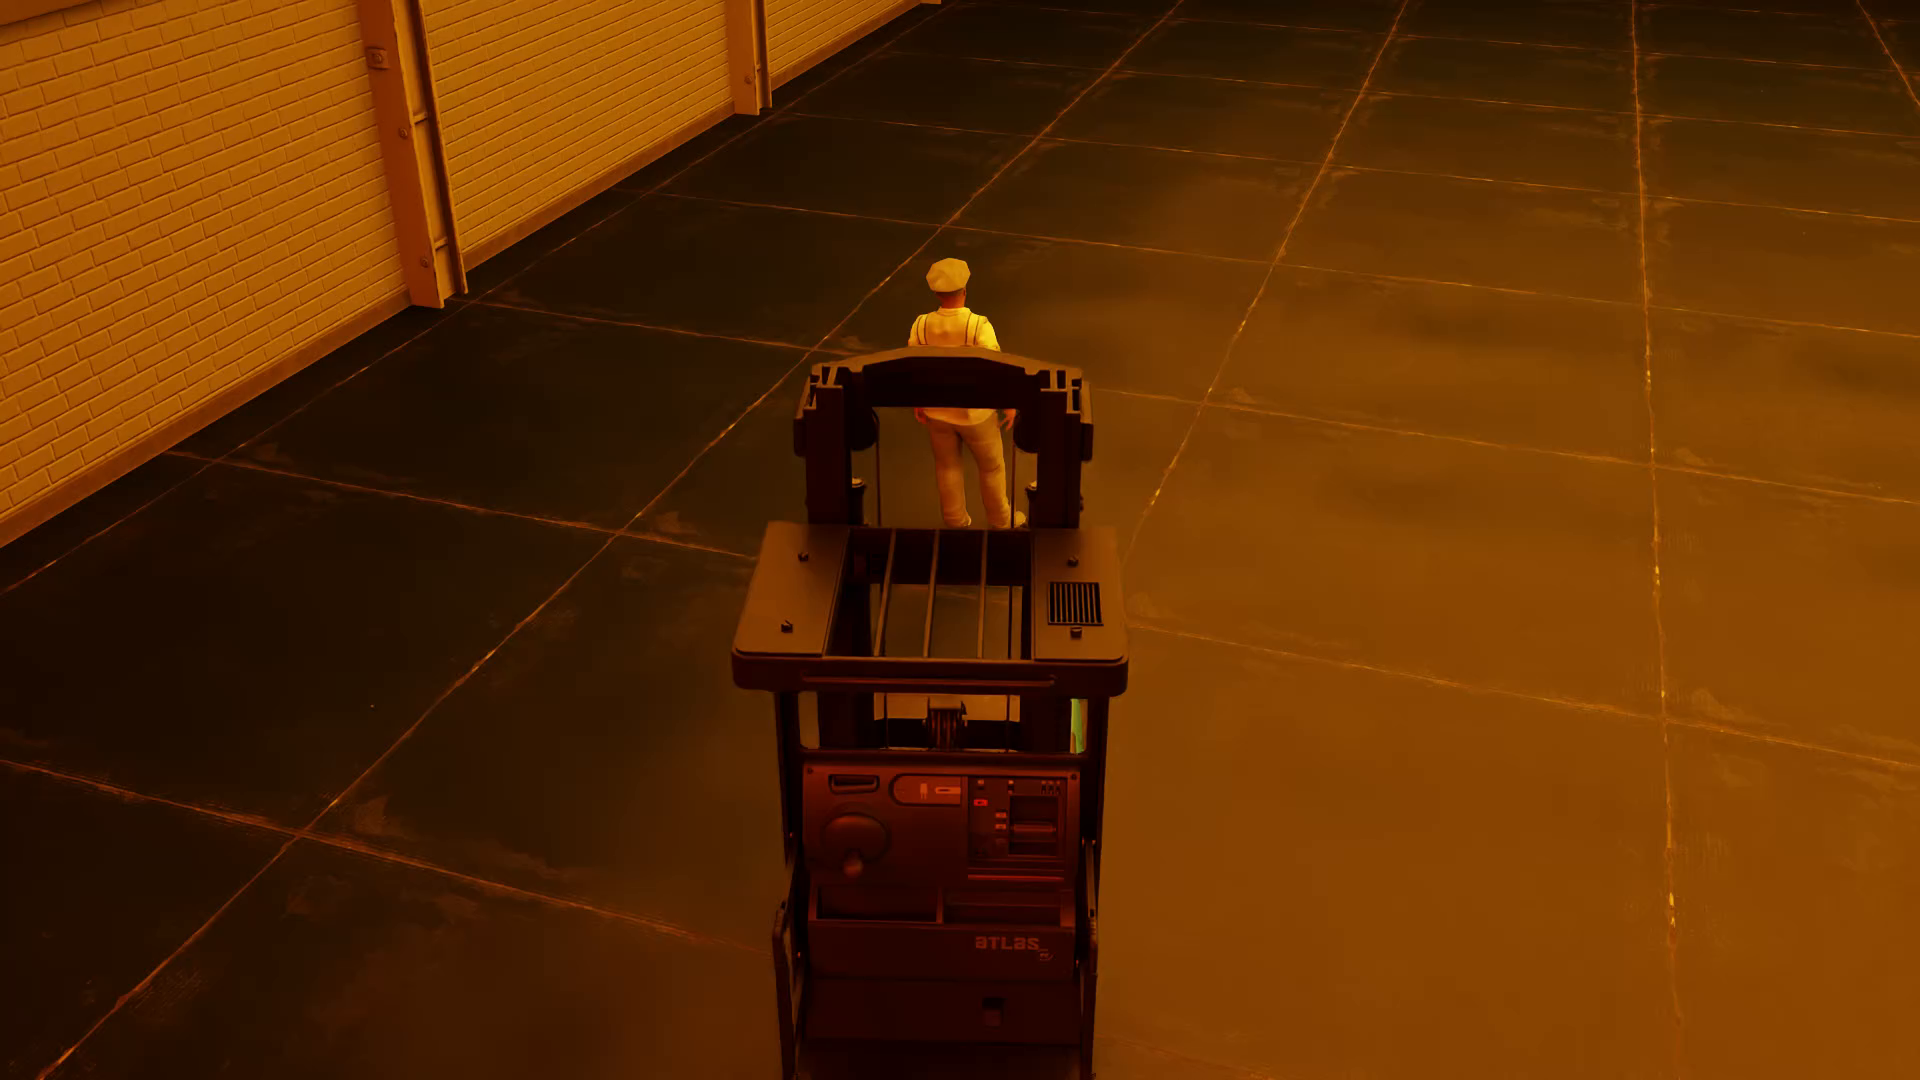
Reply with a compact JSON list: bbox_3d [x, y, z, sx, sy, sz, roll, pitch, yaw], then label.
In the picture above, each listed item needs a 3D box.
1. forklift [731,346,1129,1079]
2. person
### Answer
[{"bbox_3d":[-0.069,0.990,5.400,1.130,2.935,3.031,1,30,2],"label":"forklift"},{"bbox_3d":[0.037,-0.815,9.712,0.640,1.781,0.575,10,31,16],"label":"person"}]
